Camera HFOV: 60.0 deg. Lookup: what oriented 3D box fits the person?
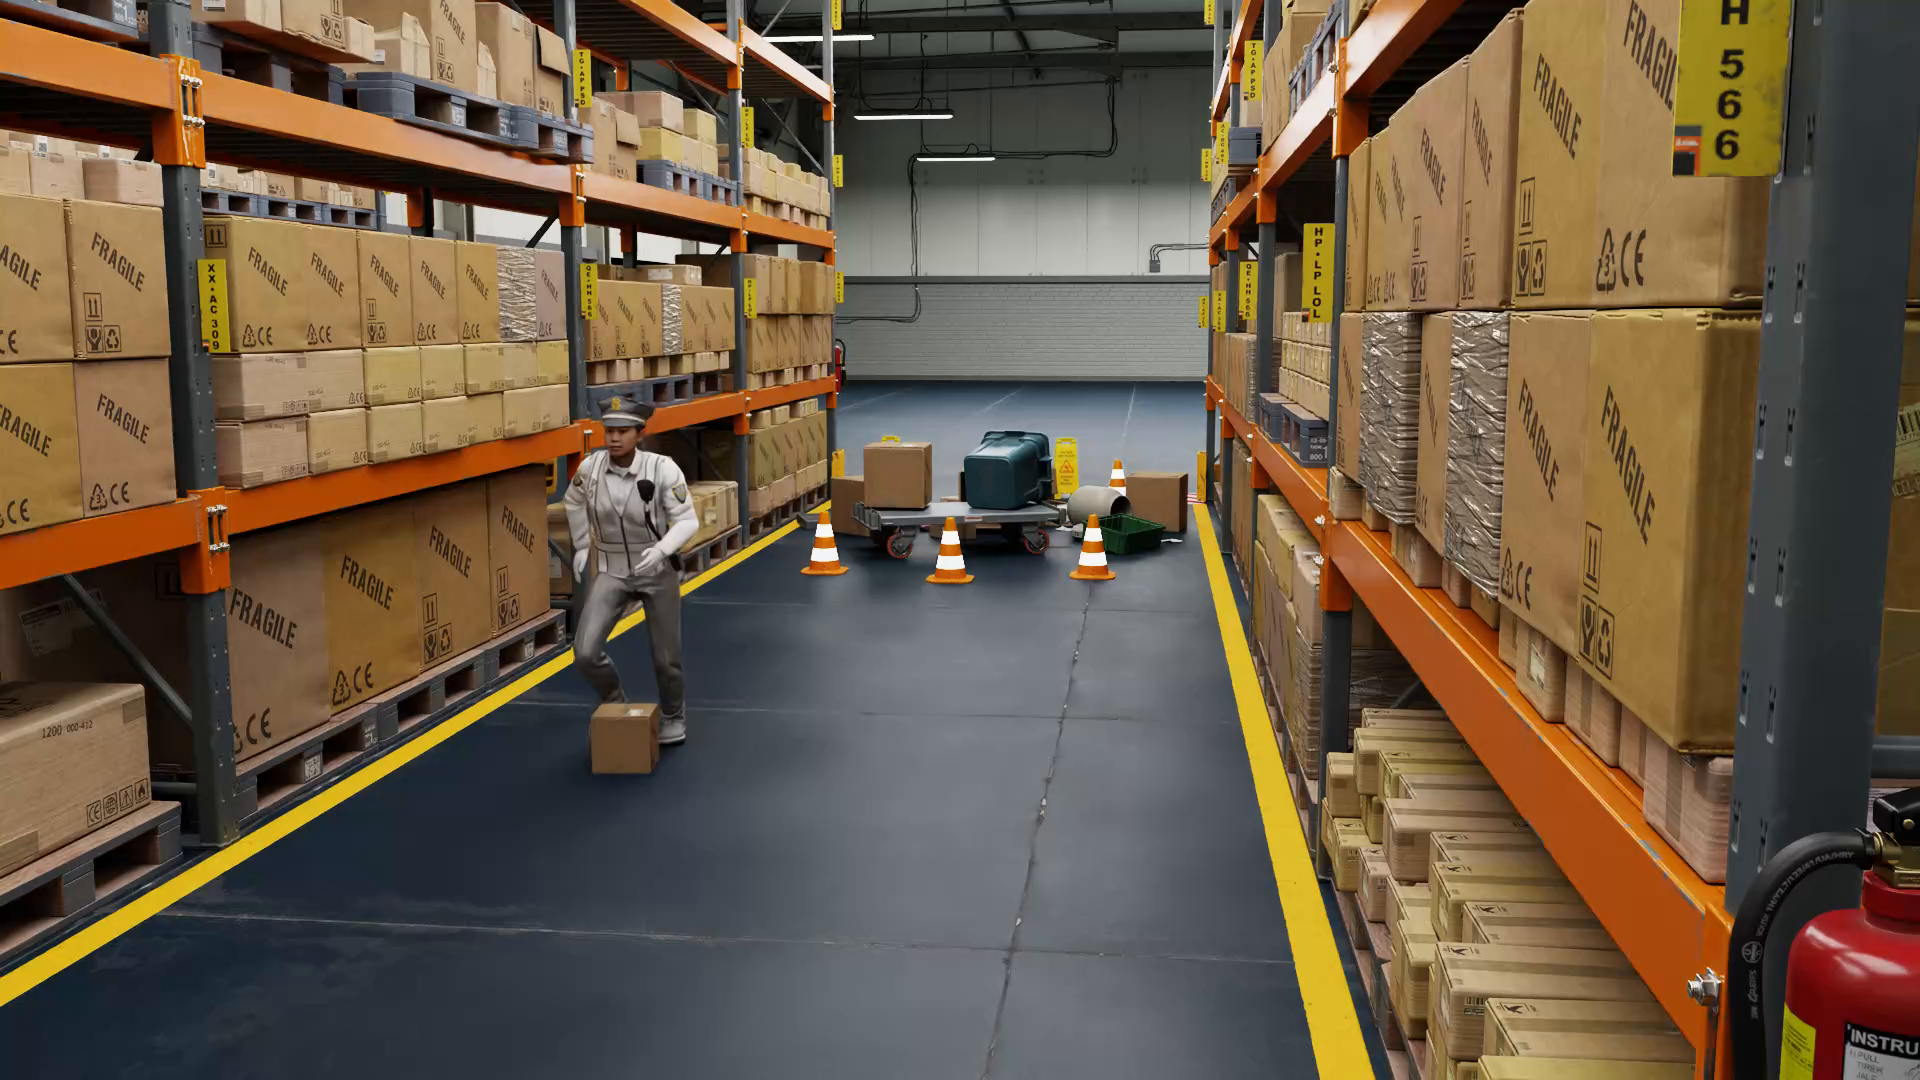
[{"bbox_3d":[-1.455,0.155,7.341,0.639,1.602,0.739,0,8,1],"label":"person"}]
